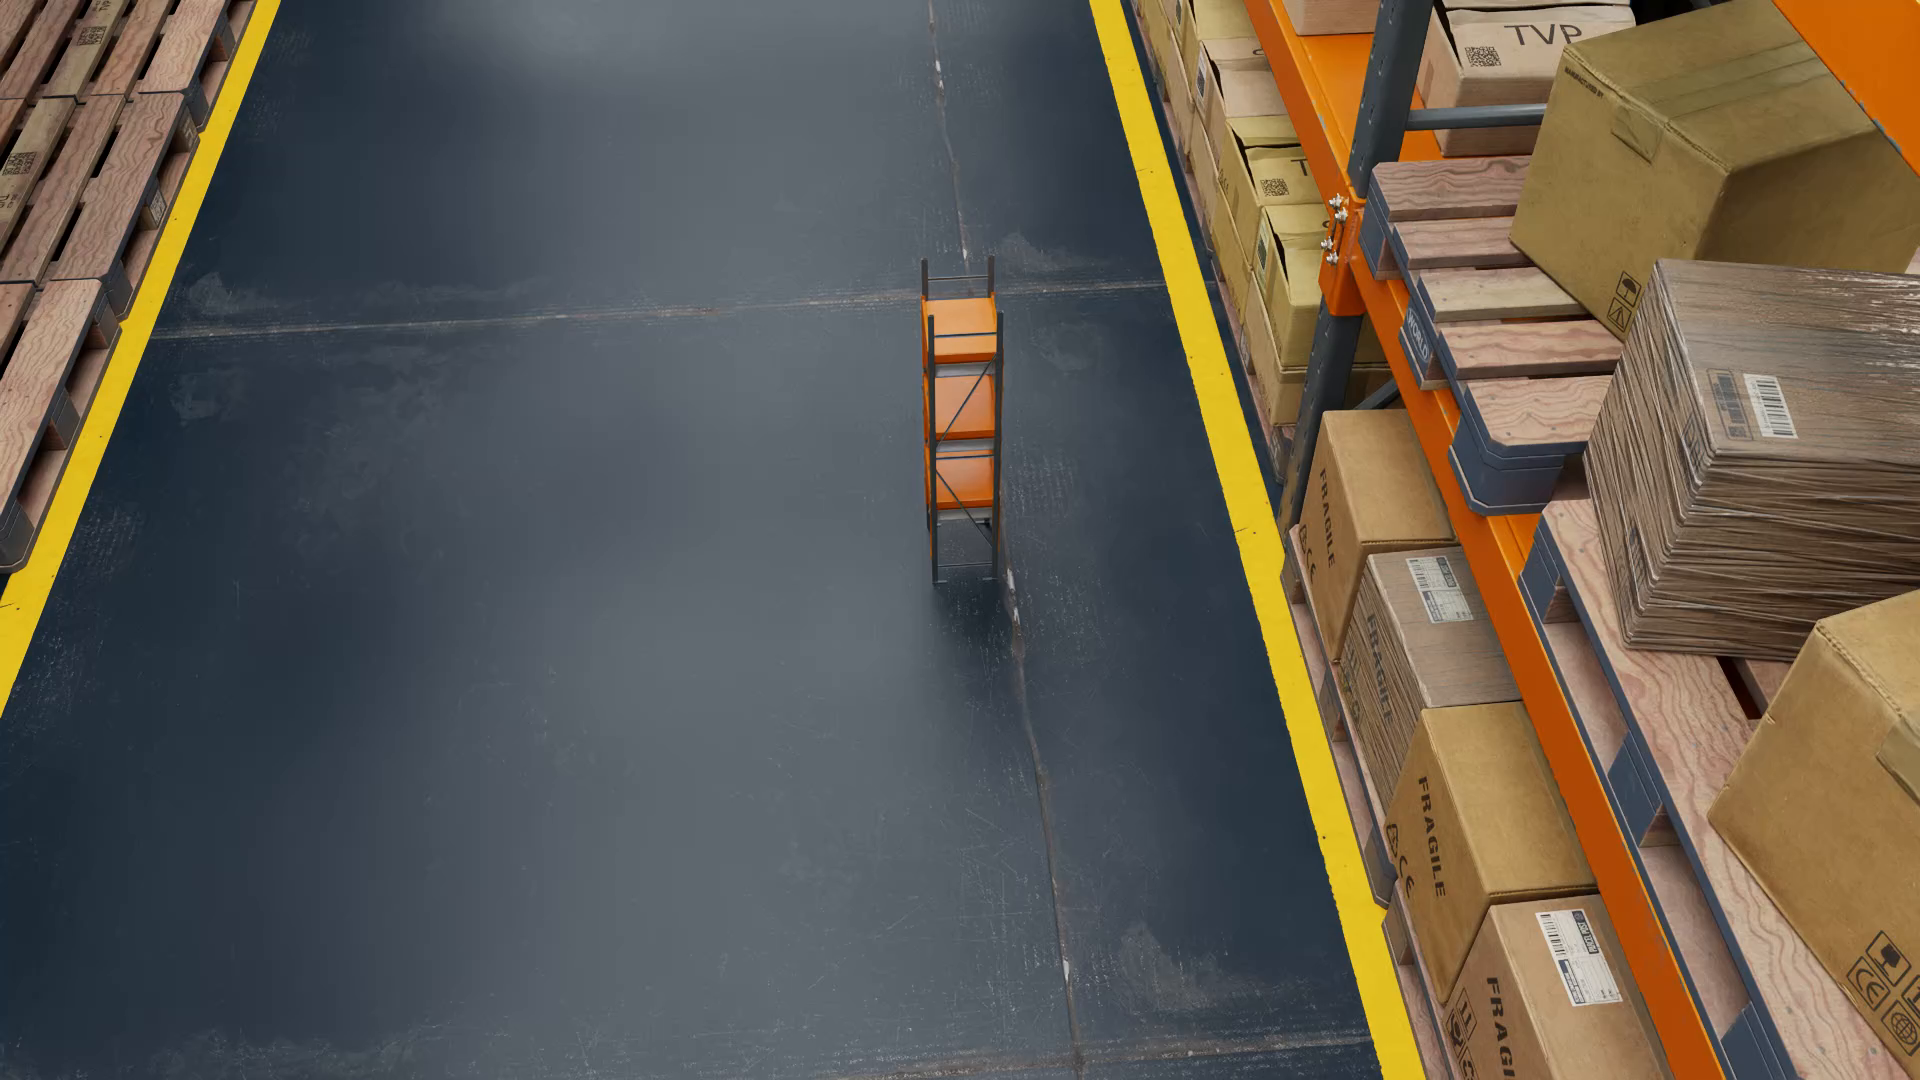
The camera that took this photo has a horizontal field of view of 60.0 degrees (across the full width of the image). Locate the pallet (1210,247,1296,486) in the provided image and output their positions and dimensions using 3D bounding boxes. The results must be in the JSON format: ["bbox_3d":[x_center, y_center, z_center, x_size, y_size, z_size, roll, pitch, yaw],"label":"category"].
[{"bbox_3d":[1.480,-0.710,5.777,1.003,0.211,1.213,-3,47,-3],"label":"pallet"}]

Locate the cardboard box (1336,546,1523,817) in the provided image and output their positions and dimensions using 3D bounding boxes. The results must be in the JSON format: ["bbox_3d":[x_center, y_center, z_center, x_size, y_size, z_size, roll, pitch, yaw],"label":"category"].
[{"bbox_3d":[1.313,0.363,4.259,0.500,0.500,0.500,-5,47,-5],"label":"cardboard box"}]

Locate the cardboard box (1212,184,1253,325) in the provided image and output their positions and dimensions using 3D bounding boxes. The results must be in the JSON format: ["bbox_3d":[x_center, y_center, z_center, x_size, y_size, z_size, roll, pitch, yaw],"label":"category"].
[{"bbox_3d":[1.177,-1.008,5.743,0.500,0.250,0.500,-4,47,-4],"label":"cardboard box"}]

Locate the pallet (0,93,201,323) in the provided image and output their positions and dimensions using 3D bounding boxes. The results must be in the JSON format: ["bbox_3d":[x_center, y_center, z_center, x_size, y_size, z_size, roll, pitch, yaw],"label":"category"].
[{"bbox_3d":[-3.551,-1.257,6.295,1.003,0.211,1.213,-3,47,-3],"label":"pallet"}]

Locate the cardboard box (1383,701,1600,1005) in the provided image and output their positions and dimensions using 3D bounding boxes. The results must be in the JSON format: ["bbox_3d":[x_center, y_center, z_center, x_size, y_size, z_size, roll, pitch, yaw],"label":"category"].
[{"bbox_3d":[1.350,0.726,3.915,0.500,0.500,0.500,-4,47,-4],"label":"cardboard box"}]

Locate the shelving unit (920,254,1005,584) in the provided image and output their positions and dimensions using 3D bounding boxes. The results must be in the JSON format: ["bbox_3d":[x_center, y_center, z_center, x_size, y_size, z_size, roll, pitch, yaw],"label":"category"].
[{"bbox_3d":[0.004,-0.322,4.832,0.215,1.050,0.252,-3,47,-3],"label":"shelving unit"}]

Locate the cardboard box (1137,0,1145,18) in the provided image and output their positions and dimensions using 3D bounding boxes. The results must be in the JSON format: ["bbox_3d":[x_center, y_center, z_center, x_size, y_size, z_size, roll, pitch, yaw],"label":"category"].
[{"bbox_3d":[1.004,-2.487,7.144,0.500,0.250,0.500,-2,47,-2],"label":"cardboard box"}]

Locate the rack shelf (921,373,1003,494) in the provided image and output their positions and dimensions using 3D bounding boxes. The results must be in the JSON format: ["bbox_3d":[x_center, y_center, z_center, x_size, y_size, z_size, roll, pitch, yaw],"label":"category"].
[{"bbox_3d":[0.004,-0.315,4.840,0.215,0.259,0.240,-3,47,-3],"label":"rack shelf"}]

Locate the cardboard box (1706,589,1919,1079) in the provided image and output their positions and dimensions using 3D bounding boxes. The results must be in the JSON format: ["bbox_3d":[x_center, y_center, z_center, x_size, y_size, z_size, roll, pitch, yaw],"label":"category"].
[{"bbox_3d":[1.636,0.370,2.476,0.700,0.500,0.500,-14,48,-13],"label":"cardboard box"}]

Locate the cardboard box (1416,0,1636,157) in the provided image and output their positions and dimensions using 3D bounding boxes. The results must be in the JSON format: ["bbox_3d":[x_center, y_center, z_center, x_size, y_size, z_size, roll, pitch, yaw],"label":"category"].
[{"bbox_3d":[1.524,-1.306,4.482,0.500,0.311,0.500,-1,47,-1],"label":"cardboard box"}]

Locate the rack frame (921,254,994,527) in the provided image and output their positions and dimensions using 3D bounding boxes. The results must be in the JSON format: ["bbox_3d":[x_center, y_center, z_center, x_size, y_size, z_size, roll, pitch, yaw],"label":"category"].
[{"bbox_3d":[-0.006,-0.411,4.916,0.200,1.050,0.008,-3,47,-3],"label":"rack frame"}]

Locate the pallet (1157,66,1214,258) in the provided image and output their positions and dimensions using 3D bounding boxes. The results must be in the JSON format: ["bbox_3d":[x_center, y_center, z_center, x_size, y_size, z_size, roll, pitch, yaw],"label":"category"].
[{"bbox_3d":[1.381,-1.591,6.611,1.003,0.211,1.213,-3,47,-3],"label":"pallet"}]

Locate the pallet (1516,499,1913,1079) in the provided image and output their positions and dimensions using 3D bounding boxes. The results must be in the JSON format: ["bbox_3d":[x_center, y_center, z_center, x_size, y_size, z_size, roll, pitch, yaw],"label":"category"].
[{"bbox_3d":[1.678,0.402,2.936,1.003,0.211,1.213,-3,47,-3],"label":"pallet"}]

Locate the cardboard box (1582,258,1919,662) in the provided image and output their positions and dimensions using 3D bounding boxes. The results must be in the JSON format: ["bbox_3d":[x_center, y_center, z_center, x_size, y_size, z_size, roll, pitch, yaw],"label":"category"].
[{"bbox_3d":[1.562,-0.127,2.947,0.700,0.500,0.500,4,47,4],"label":"cardboard box"}]

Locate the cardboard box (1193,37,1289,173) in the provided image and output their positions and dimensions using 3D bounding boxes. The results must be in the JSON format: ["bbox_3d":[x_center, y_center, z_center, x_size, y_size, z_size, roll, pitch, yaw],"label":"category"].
[{"bbox_3d":[1.132,-1.567,5.887,0.500,0.311,0.500,-4,47,-4],"label":"cardboard box"}]

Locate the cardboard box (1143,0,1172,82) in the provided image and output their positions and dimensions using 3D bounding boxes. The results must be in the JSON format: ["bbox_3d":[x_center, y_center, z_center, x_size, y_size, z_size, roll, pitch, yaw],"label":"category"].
[{"bbox_3d":[1.050,-2.112,6.789,0.500,0.250,0.500,-5,47,-5],"label":"cardboard box"}]

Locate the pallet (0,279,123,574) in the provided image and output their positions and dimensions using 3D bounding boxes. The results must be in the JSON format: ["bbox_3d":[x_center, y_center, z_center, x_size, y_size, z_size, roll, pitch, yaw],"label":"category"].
[{"bbox_3d":[-3.452,-0.376,5.461,1.003,0.211,1.213,-3,47,-3],"label":"pallet"}]

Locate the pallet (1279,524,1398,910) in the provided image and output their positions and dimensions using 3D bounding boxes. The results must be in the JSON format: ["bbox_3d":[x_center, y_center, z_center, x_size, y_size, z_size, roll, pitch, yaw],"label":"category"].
[{"bbox_3d":[1.535,0.431,4.697,1.003,0.211,1.213,-3,47,-3],"label":"pallet"}]

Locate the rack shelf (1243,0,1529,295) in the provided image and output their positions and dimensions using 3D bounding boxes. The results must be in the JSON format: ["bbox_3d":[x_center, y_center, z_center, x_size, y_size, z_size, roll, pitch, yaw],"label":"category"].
[{"bbox_3d":[1.343,-2.270,5.830,1.077,0.370,4.000,-3,47,-3],"label":"rack shelf"}]

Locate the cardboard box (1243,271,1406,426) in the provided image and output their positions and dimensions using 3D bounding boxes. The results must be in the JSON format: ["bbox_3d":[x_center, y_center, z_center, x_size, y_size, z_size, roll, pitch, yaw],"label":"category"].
[{"bbox_3d":[1.223,-0.635,5.390,0.500,0.250,0.500,-2,47,-2],"label":"cardboard box"}]

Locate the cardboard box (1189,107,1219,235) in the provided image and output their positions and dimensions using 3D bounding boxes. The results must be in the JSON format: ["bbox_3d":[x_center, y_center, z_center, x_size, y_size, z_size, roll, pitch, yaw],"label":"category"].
[{"bbox_3d":[1.138,-1.372,6.088,0.500,0.250,0.500,-3,47,-2],"label":"cardboard box"}]

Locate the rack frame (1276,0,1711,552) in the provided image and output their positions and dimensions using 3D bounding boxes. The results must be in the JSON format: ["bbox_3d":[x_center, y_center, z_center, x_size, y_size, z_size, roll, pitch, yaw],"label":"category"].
[{"bbox_3d":[1.511,-1.071,4.198,1.000,3.000,0.127,-3,47,-3],"label":"rack frame"}]

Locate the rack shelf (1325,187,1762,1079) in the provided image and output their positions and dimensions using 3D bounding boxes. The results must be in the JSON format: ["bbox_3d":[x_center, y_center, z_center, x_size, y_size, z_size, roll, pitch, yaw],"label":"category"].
[{"bbox_3d":[1.678,0.624,3.089,1.077,0.370,4.000,-3,47,-3],"label":"rack shelf"}]

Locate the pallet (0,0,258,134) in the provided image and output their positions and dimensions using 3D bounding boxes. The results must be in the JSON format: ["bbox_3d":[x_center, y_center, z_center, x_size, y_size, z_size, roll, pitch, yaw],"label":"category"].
[{"bbox_3d":[-3.656,-2.142,7.133,1.003,0.211,1.213,-3,47,-3],"label":"pallet"}]

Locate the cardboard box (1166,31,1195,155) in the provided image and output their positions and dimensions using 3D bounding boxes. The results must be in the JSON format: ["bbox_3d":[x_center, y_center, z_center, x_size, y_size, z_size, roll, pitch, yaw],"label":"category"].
[{"bbox_3d":[1.092,-1.744,6.441,0.500,0.250,0.500,-3,47,-3],"label":"cardboard box"}]

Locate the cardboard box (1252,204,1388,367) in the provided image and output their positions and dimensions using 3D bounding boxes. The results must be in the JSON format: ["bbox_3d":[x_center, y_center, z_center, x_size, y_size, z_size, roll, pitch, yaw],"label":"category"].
[{"bbox_3d":[1.221,-0.826,5.185,0.500,0.311,0.500,-2,47,-2],"label":"cardboard box"}]

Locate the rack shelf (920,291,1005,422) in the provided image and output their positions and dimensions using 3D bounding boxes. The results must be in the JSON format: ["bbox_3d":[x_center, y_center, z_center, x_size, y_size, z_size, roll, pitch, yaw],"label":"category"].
[{"bbox_3d":[0.004,-0.510,4.634,0.215,0.259,0.240,-3,47,-3],"label":"rack shelf"}]

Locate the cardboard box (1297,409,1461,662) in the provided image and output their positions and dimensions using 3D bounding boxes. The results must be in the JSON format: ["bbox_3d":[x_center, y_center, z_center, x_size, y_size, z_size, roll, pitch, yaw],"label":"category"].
[{"bbox_3d":[1.264,-0.016,4.618,0.500,0.500,0.500,-2,47,-2],"label":"cardboard box"}]

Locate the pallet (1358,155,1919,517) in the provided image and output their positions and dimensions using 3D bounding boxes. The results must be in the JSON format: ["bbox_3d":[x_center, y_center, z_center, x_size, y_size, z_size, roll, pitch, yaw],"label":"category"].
[{"bbox_3d":[1.637,-0.519,3.807,1.213,0.211,1.003,-3,47,-3],"label":"pallet"}]

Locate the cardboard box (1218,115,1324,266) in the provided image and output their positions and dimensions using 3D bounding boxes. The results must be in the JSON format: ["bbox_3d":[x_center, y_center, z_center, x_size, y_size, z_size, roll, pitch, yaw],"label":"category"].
[{"bbox_3d":[1.171,-1.202,5.541,0.500,0.311,0.500,-4,47,-4],"label":"cardboard box"}]

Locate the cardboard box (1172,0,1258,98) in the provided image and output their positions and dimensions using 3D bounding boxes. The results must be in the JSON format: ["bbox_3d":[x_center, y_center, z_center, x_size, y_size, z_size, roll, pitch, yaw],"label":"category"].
[{"bbox_3d":[1.092,-1.930,6.230,0.500,0.311,0.500,-2,47,-2],"label":"cardboard box"}]

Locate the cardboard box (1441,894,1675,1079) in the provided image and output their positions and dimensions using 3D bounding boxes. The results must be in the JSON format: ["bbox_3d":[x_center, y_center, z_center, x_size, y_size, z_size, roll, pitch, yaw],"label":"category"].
[{"bbox_3d":[1.399,1.103,3.558,0.500,0.500,0.500,-5,47,-5],"label":"cardboard box"}]

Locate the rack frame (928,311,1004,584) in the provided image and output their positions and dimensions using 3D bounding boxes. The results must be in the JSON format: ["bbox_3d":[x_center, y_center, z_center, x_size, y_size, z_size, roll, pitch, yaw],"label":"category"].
[{"bbox_3d":[0.015,-0.234,4.749,0.200,1.050,0.008,-3,47,-3],"label":"rack frame"}]

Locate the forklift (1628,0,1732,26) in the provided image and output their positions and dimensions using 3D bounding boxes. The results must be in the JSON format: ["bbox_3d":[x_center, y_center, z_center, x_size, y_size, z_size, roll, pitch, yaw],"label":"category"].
[{"bbox_3d":[3.153,-2.415,5.518,1.130,2.935,3.031,-5,47,-5],"label":"forklift"}]

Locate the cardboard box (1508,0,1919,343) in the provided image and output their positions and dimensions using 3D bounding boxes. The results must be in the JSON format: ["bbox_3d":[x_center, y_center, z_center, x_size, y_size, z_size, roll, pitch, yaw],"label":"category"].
[{"bbox_3d":[1.676,-0.801,3.584,0.700,0.500,0.500,-18,49,-16],"label":"cardboard box"}]

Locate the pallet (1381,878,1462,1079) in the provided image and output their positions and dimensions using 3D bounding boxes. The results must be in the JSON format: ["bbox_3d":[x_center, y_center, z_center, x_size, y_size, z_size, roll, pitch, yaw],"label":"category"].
[{"bbox_3d":[1.634,1.311,3.863,1.003,0.211,1.213,-3,47,-3],"label":"pallet"}]

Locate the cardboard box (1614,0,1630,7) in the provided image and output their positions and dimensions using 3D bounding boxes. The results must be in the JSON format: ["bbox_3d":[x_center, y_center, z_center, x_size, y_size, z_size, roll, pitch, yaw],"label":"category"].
[{"bbox_3d":[1.629,-1.699,4.854,0.500,0.311,0.500,-4,47,-4],"label":"cardboard box"}]

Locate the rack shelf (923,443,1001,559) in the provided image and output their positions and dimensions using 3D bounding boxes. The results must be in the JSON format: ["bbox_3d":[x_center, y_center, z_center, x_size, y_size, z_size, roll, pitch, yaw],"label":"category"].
[{"bbox_3d":[0.004,-0.124,5.042,0.215,0.259,0.240,-3,47,-3],"label":"rack shelf"}]

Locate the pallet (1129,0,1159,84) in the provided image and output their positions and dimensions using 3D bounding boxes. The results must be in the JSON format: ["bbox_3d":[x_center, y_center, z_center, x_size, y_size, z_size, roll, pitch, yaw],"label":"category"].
[{"bbox_3d":[1.276,-2.475,7.449,1.003,0.211,1.213,-3,47,-3],"label":"pallet"}]

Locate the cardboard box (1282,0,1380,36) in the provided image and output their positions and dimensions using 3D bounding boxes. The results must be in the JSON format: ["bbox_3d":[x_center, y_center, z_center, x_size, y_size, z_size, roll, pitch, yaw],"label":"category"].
[{"bbox_3d":[1.160,-1.618,4.890,0.380,0.149,0.250,-3,47,-3],"label":"cardboard box"}]

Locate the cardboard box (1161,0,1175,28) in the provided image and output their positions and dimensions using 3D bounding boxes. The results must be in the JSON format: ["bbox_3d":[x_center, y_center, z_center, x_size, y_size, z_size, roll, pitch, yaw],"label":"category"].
[{"bbox_3d":[1.043,-2.305,6.586,0.500,0.311,0.500,-5,47,-5],"label":"cardboard box"}]
